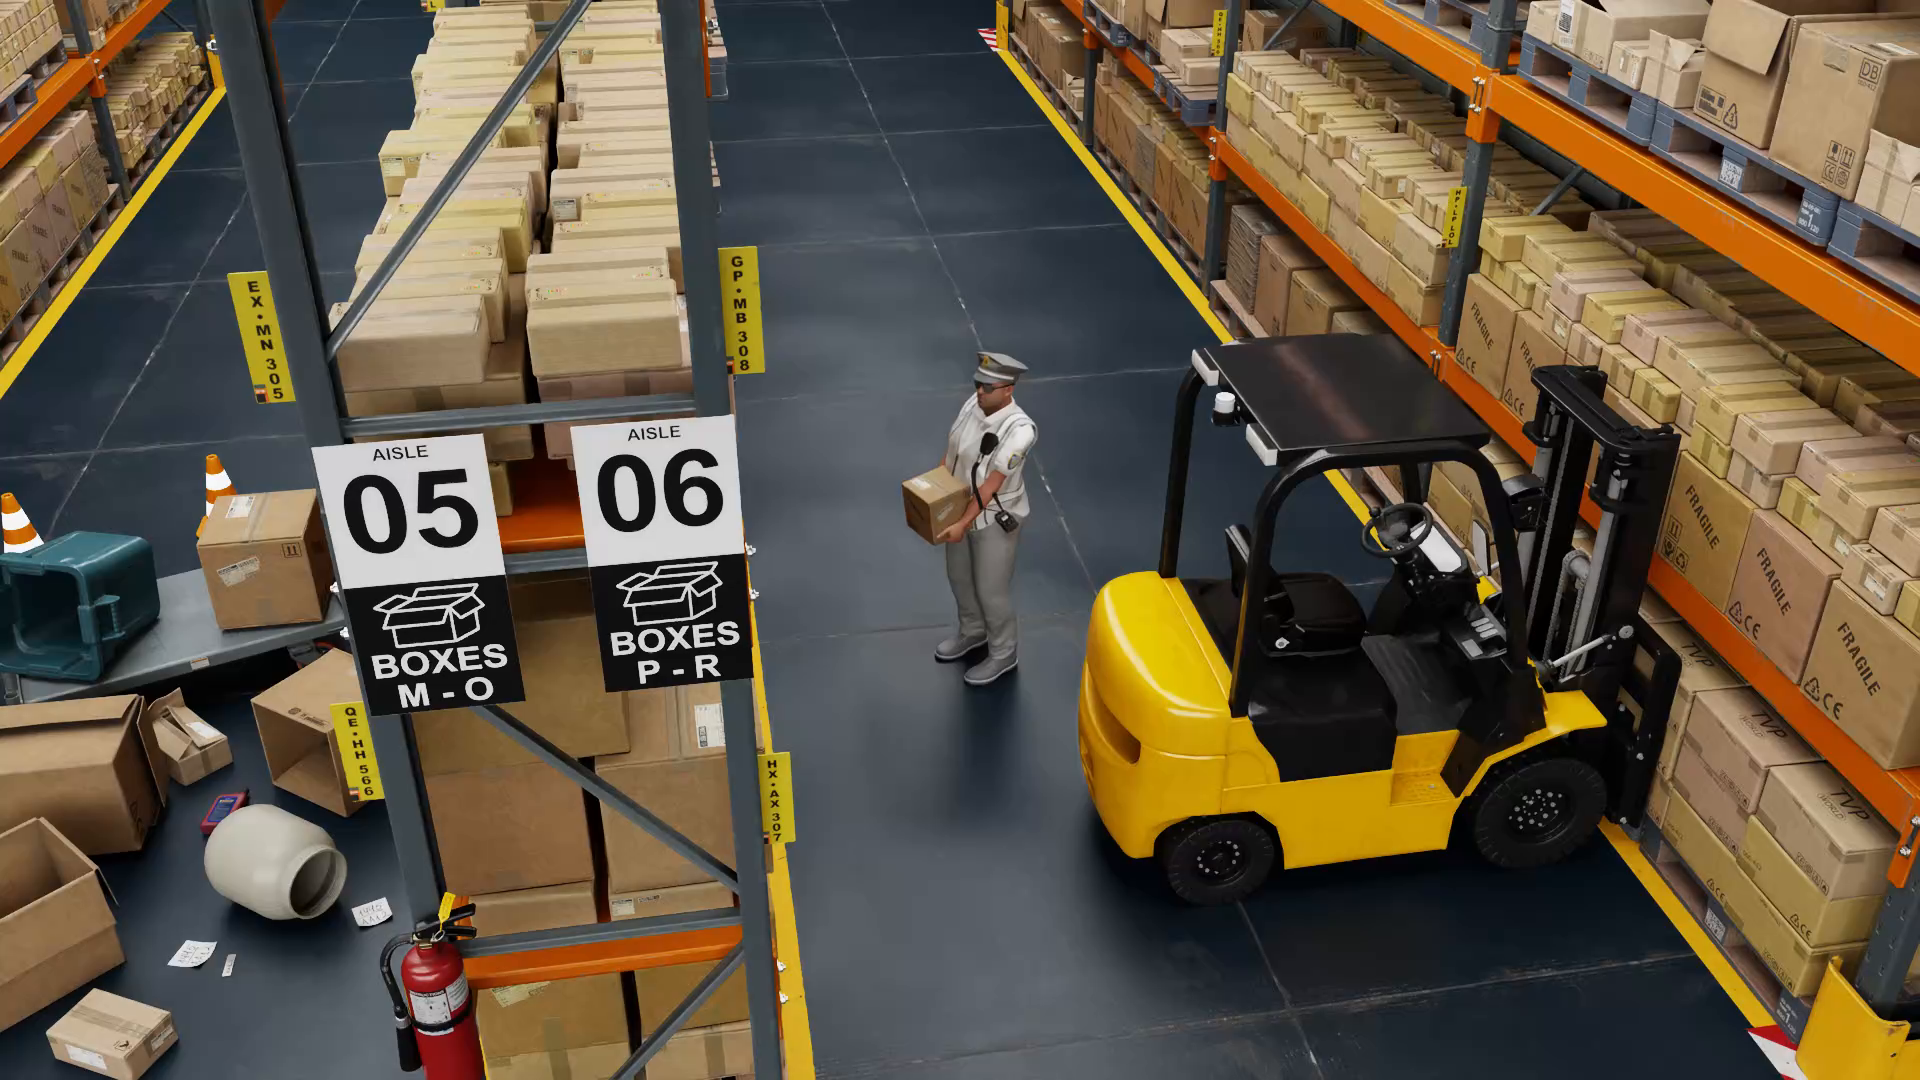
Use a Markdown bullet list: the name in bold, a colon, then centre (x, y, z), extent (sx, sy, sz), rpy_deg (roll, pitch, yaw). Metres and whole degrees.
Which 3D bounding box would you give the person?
- **person**: centre (0.060, -0.104, 8.293), extent (0.563, 1.767, 0.494), rpy_deg (-19, 35, -28)
